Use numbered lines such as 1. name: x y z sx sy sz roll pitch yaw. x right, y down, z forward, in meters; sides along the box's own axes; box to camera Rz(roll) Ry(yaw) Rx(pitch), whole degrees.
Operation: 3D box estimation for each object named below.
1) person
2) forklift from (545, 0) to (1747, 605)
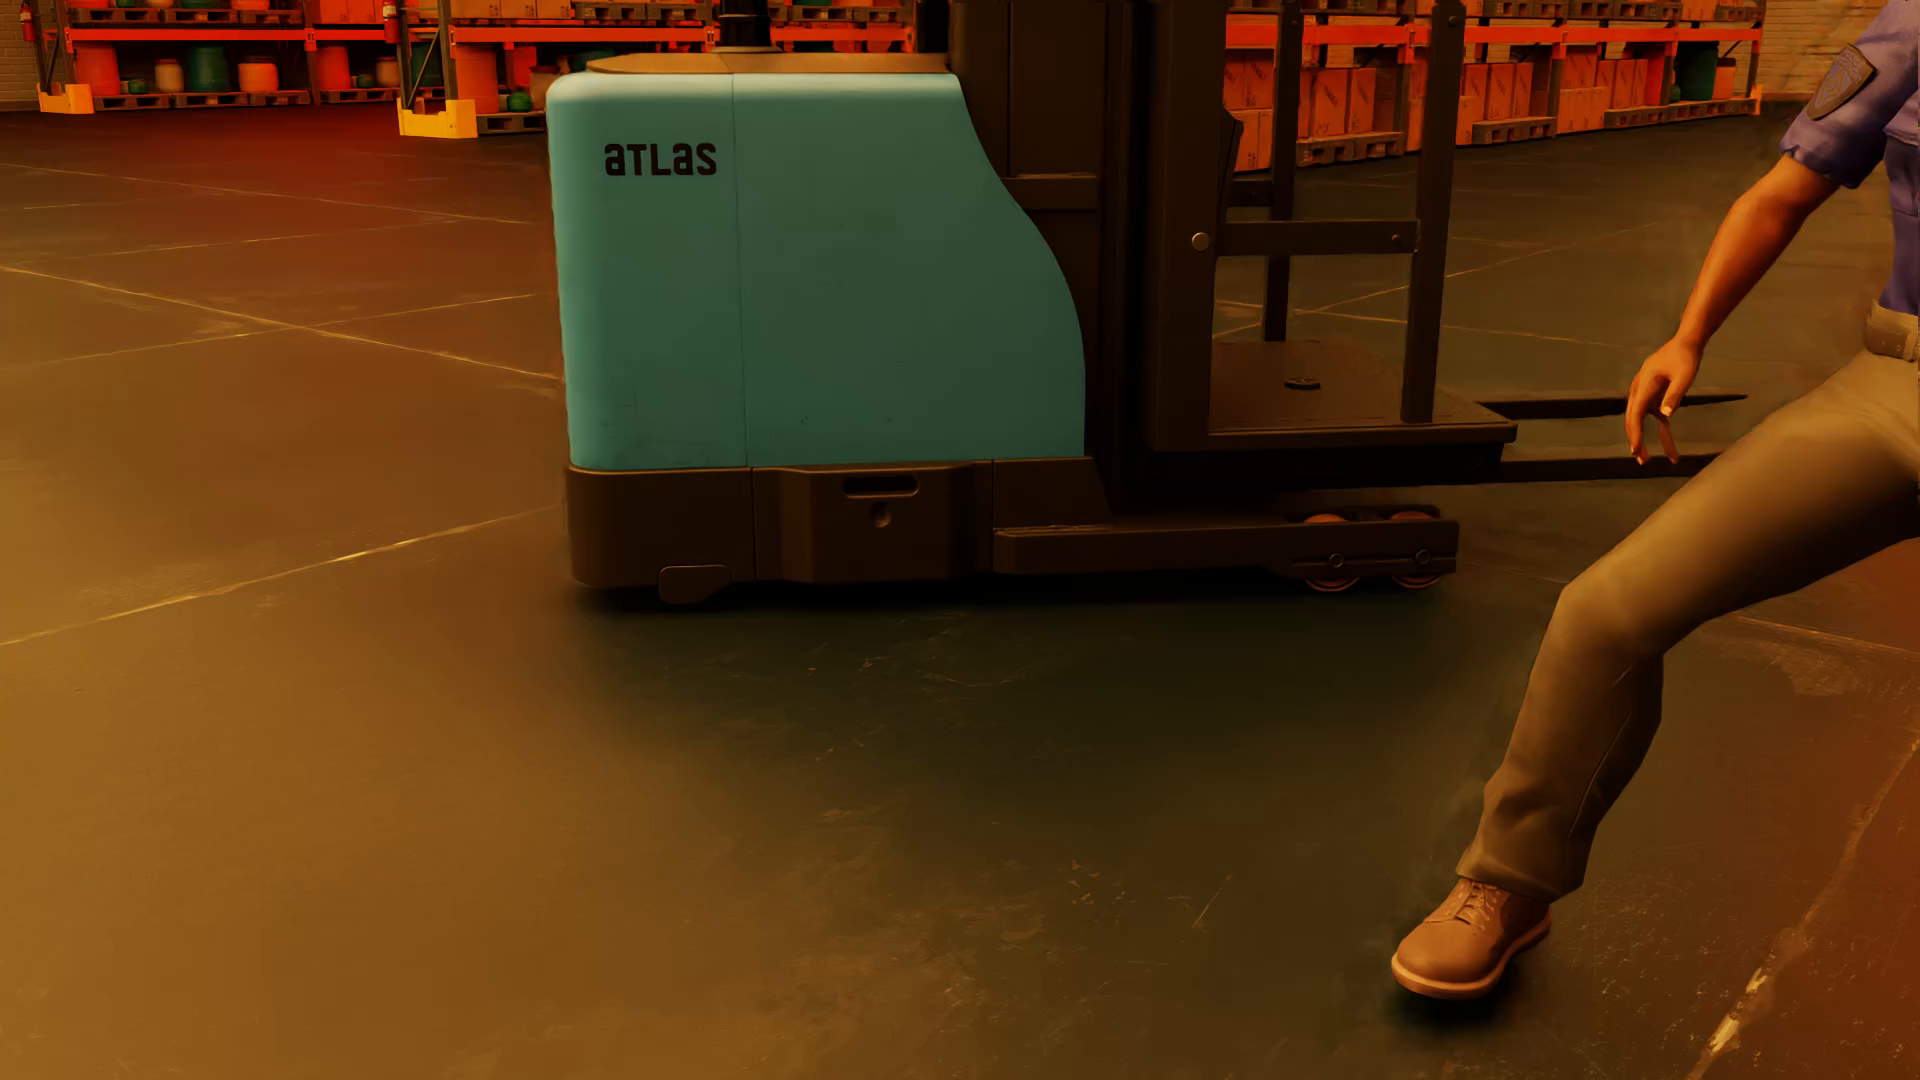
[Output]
1. person: 1.150 -0.100 1.821 0.902 1.531 0.943 -16 23 -41
2. forklift: 0.641 -1.440 3.641 3.031 2.935 1.130 -2 17 -7
